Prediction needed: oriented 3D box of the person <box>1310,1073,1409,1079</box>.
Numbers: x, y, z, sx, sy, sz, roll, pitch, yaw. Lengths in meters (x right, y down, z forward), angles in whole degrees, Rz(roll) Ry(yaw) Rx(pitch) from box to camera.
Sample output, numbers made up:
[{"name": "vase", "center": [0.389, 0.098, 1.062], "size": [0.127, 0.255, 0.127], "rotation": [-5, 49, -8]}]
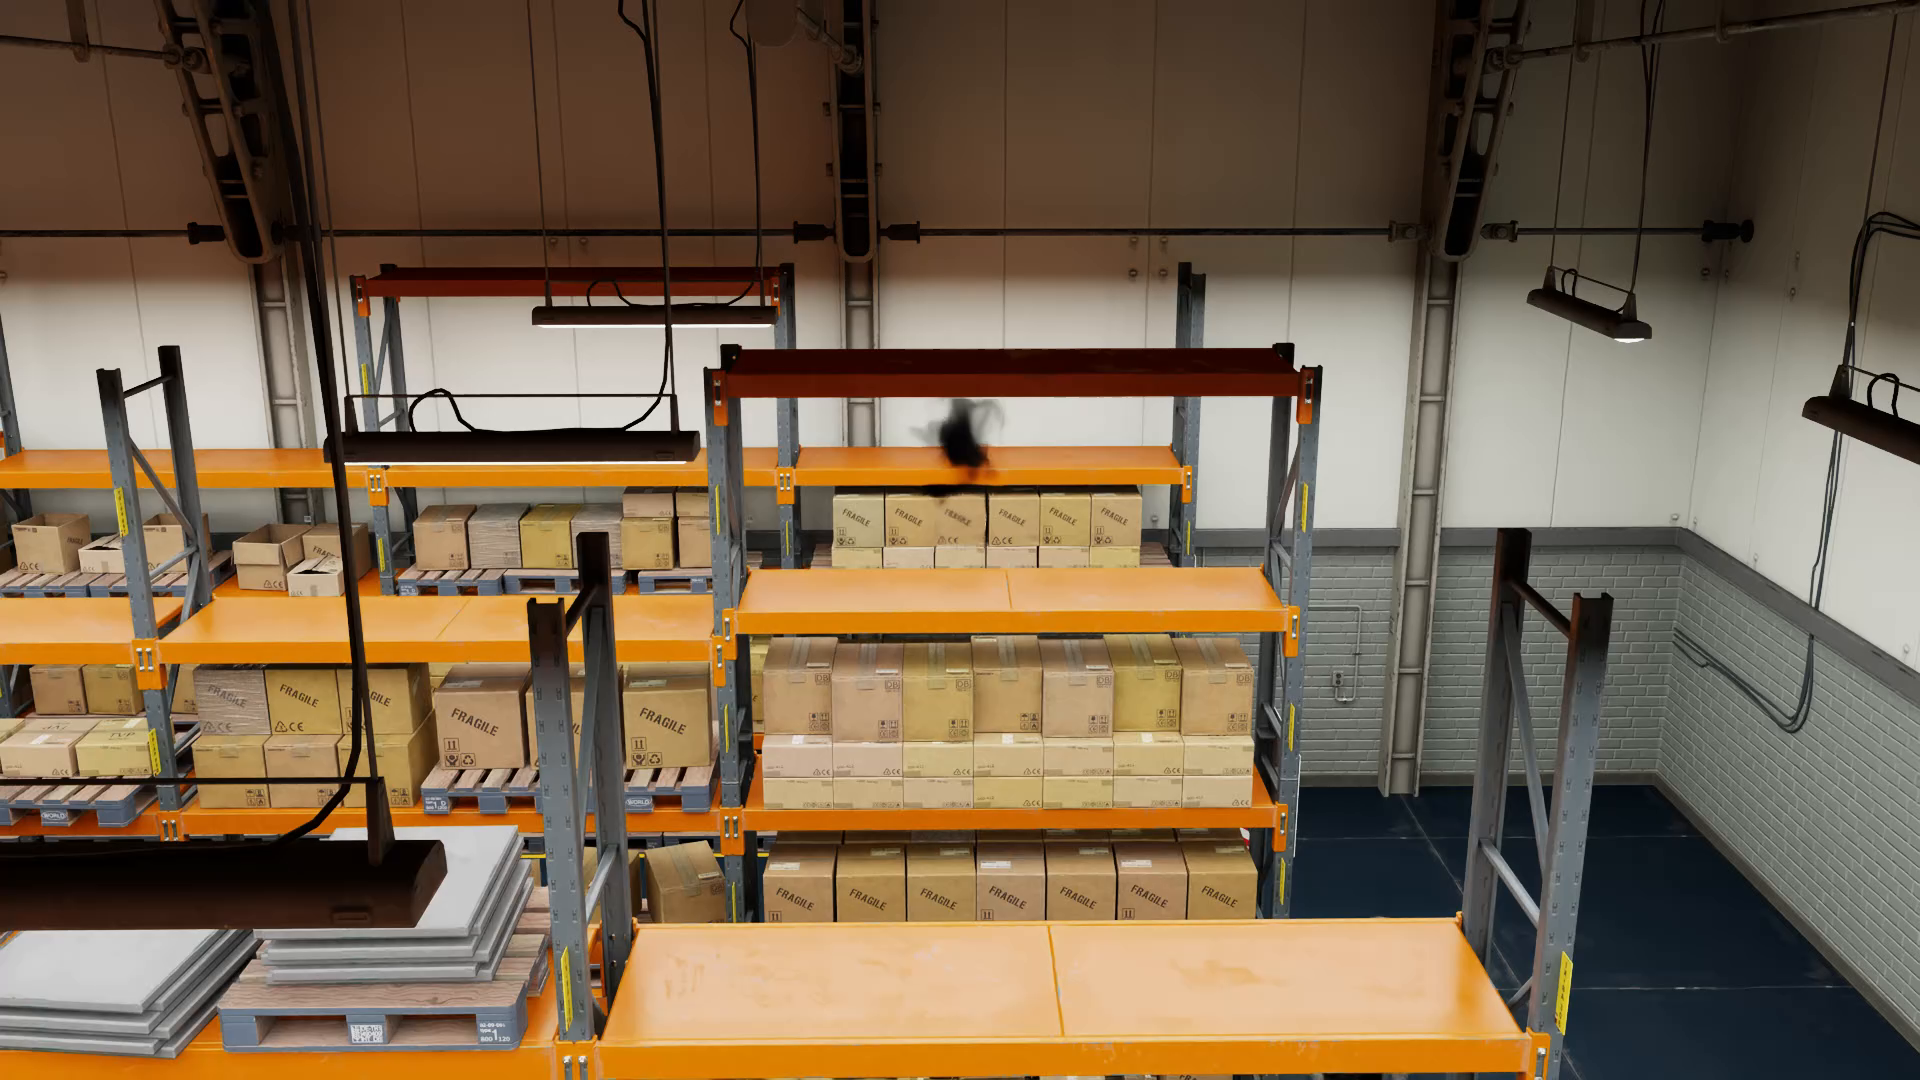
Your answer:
[{"name": "person", "center": [2.722, 4.015, 11.687], "size": [0.664, 1.712, 0.890], "rotation": [11, 20, 34]}]
